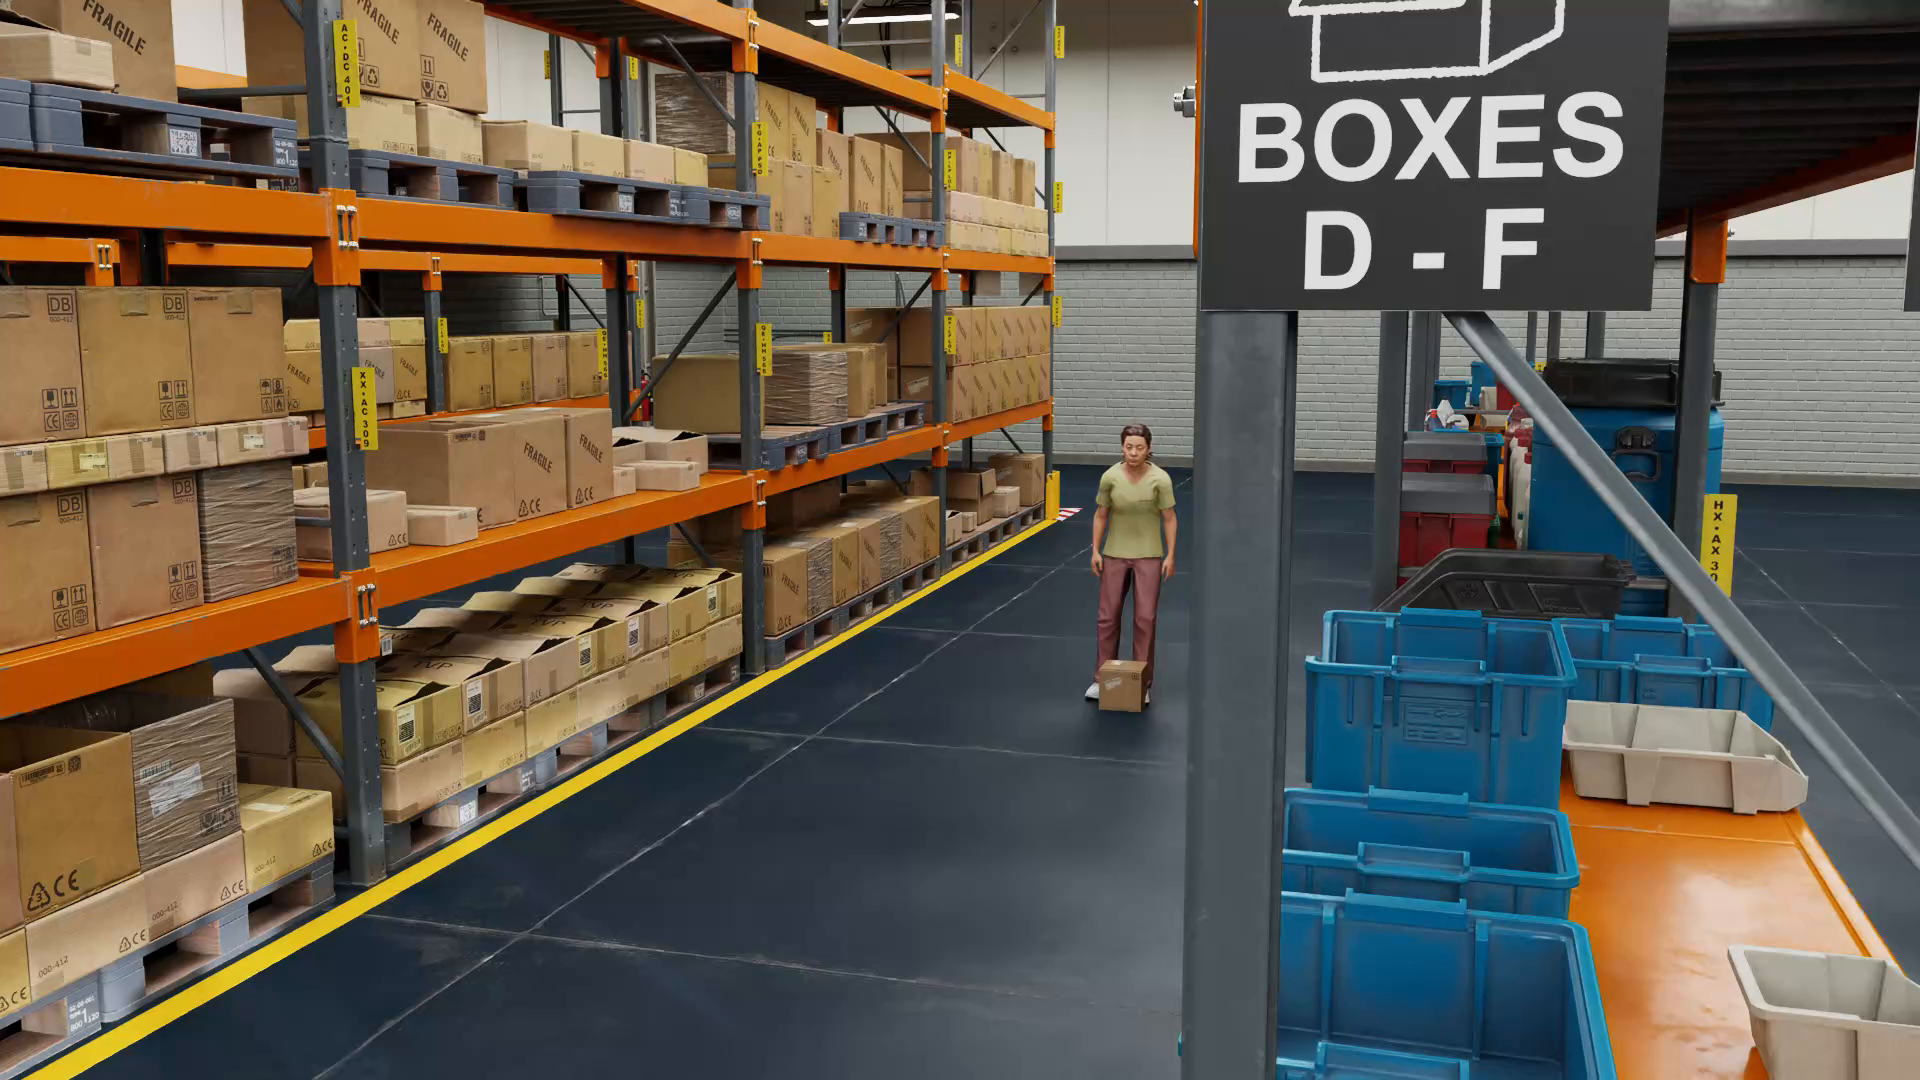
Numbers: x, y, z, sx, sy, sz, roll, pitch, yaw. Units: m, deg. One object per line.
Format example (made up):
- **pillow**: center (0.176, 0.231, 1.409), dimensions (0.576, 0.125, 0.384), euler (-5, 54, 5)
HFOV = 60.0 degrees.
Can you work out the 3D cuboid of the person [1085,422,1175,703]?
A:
- **person**: center (1.024, 0.129, 9.968), dimensions (0.500, 1.673, 0.404), euler (2, 9, 16)
